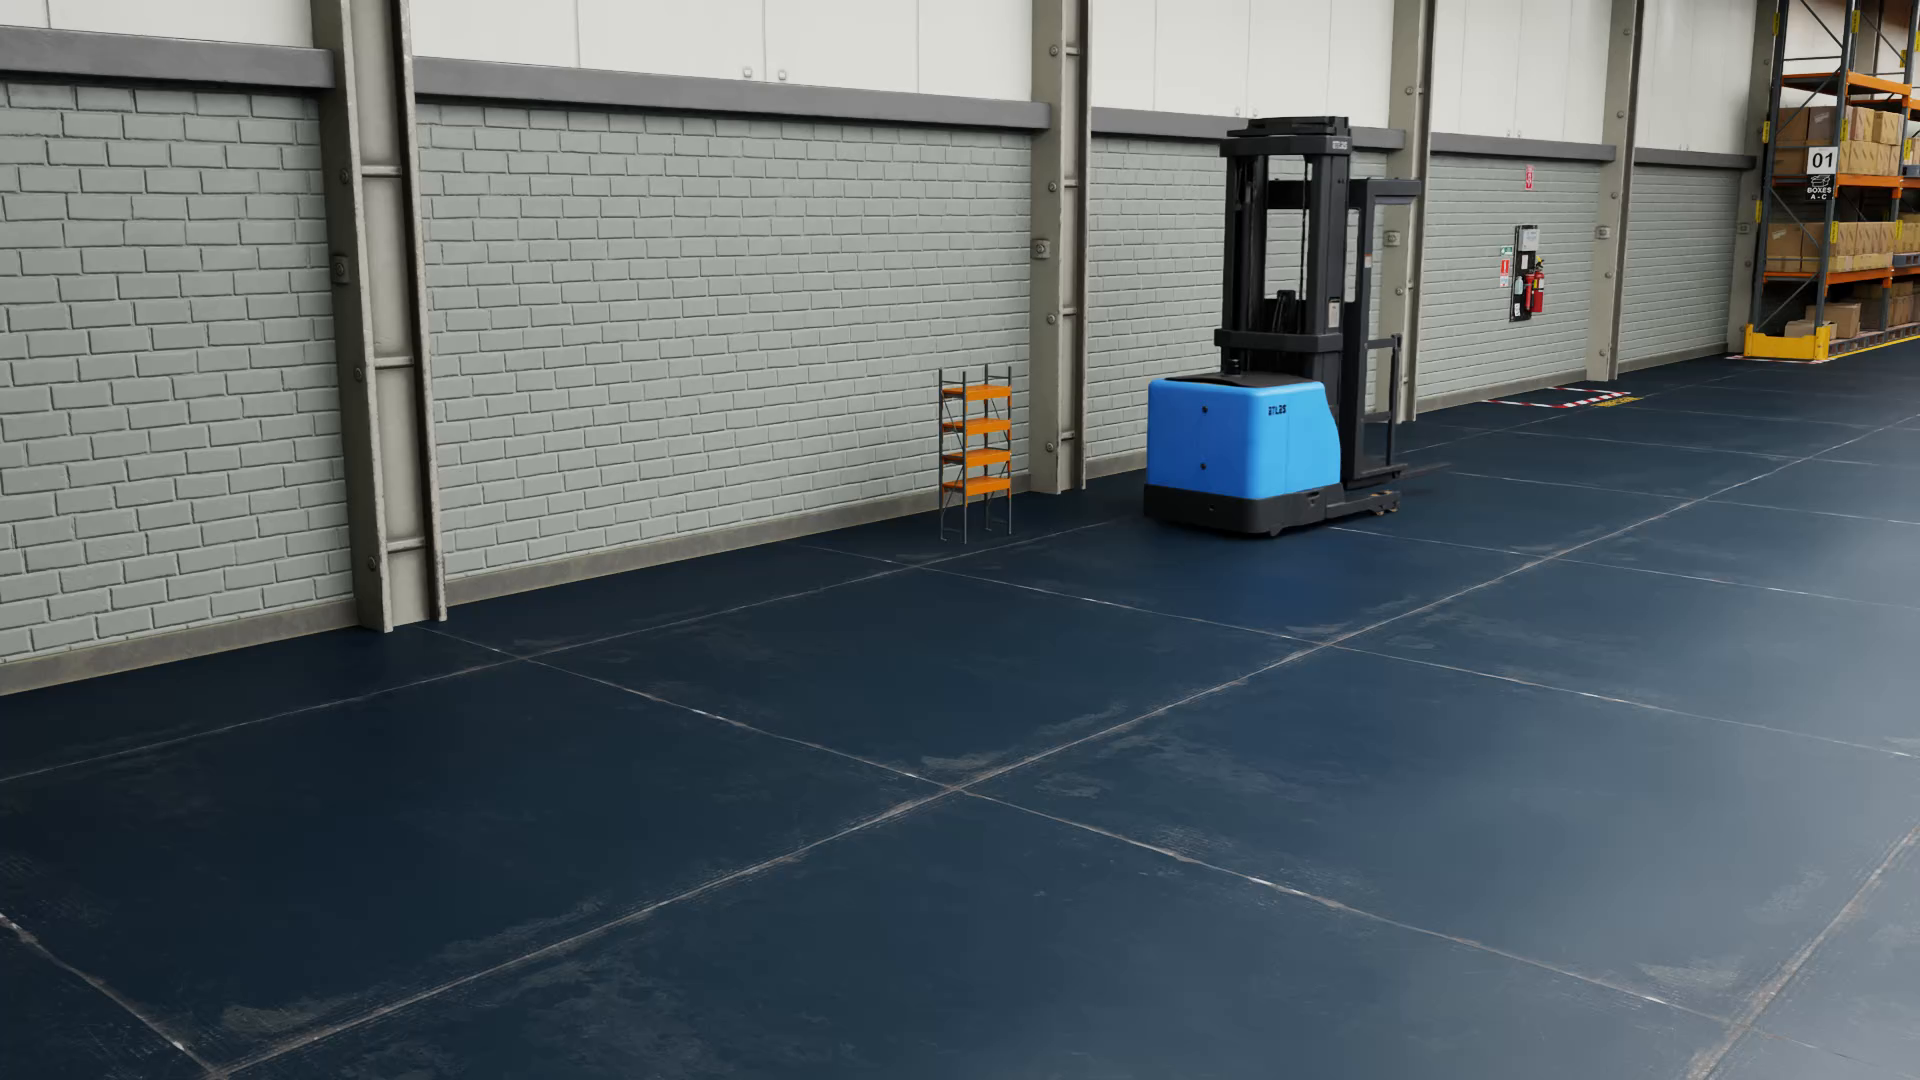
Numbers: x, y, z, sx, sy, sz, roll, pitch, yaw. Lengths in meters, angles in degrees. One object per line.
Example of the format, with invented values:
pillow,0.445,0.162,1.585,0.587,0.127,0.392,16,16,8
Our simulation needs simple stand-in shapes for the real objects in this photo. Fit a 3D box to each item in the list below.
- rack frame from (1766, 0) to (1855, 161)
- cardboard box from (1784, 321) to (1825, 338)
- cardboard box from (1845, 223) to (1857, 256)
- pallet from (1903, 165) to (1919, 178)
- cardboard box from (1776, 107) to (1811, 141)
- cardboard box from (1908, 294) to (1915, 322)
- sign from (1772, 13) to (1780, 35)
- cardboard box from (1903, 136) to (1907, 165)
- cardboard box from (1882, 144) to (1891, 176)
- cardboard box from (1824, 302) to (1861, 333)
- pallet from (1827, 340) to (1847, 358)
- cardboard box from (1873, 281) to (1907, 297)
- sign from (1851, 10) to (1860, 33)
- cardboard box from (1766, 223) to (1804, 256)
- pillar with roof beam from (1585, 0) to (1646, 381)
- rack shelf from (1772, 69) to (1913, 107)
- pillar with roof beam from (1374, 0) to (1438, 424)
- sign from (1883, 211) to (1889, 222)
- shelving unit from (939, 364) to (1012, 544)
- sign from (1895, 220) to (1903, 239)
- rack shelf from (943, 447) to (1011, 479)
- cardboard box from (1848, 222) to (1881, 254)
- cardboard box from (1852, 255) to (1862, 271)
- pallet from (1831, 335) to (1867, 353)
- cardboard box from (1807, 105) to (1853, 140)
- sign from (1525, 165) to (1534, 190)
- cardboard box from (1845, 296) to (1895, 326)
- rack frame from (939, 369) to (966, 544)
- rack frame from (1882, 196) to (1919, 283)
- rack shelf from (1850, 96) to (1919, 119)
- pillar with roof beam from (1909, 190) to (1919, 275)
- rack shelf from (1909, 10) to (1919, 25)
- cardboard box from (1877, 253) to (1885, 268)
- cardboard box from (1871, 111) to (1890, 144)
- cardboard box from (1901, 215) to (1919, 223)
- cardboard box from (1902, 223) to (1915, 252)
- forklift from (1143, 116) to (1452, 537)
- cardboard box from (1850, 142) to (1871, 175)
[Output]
rack frame,12.875,-7.267,25.122,1.000,3.000,0.127,10,15,40
cardboard box,13.399,-3.313,26.381,0.500,0.311,0.500,8,14,34
cardboard box,13.749,-4.732,26.164,0.500,0.500,0.500,10,15,41
pallet,16.003,-6.370,28.767,1.213,0.211,1.003,10,15,40
cardboard box,12.963,-6.443,25.793,0.500,0.500,0.500,11,15,43
cardboard box,17.292,-4.319,30.936,0.700,0.500,0.500,10,15,40
sign,12.471,-7.878,25.389,0.100,0.325,0.005,10,15,40
cardboard box,15.936,-6.710,28.662,0.500,0.500,0.500,-9,15,-39
cardboard box,15.024,-6.265,27.454,0.500,0.500,0.500,8,14,36
cardboard box,14.860,-3.746,28.068,0.500,0.500,0.500,8,14,36
pallet,13.488,-3.084,26.614,1.003,0.211,1.213,10,15,40
cardboard box,16.960,-4.596,30.406,0.500,0.250,0.500,10,15,40
sign,13.282,-7.694,24.672,0.100,0.325,0.005,10,15,40
cardboard box,13.026,-4.726,26.134,0.500,0.500,0.500,10,15,40
pillar with roof beam,11.960,-6.043,18.991,9.100,9.000,0.400,10,15,40
rack shelf,14.195,-7.207,26.666,1.077,0.370,4.000,10,15,40
pillar with roof beam,8.000,-5.160,14.572,9.100,9.000,0.400,10,15,40
sign,17.737,-6.142,31.846,0.100,0.325,0.005,10,15,40
shelving unit,0.109,-0.613,11.716,0.258,1.200,0.503,10,15,40
sign,15.928,-5.270,28.226,0.100,0.325,0.005,10,15,40
rack shelf,0.109,-0.547,11.729,0.258,0.148,0.480,10,15,40
cardboard box,14.770,-4.962,27.312,0.500,0.500,0.500,9,15,39
cardboard box,14.108,-4.445,26.640,0.500,0.250,0.500,9,15,39
pallet,14.293,-3.263,27.509,1.003,0.211,1.213,10,15,40
cardboard box,13.311,-6.371,25.433,0.500,0.500,0.500,8,14,36
sign,6.986,-4.447,20.401,0.001,0.298,0.199,10,15,40
cardboard box,16.292,-4.097,29.824,0.700,0.500,0.500,9,15,39
rack frame,-0.052,-0.577,11.536,0.240,1.200,0.015,10,15,40
rack frame,18.156,-5.503,31.603,1.000,3.000,0.127,10,15,40
rack shelf,16.835,-7.601,29.652,1.077,0.370,4.000,10,15,40
pillar with roof beam,23.842,-8.691,32.250,9.100,9.000,0.400,10,15,40
rack shelf,19.476,-10.016,32.233,1.077,0.370,4.000,10,15,40
cardboard box,15.095,-4.669,27.762,0.500,0.250,0.500,10,15,41
cardboard box,14.697,-6.665,26.906,0.500,0.500,0.500,9,14,38
cardboard box,17.749,-5.982,30.966,0.380,0.149,0.250,7,13,31
cardboard box,16.662,-5.432,29.868,0.500,0.500,0.700,-10,15,-40
forklift,2.753,-1.686,12.667,3.031,2.935,1.130,-11,16,-44
cardboard box,14.004,-6.024,26.246,0.500,0.500,0.500,11,16,43
